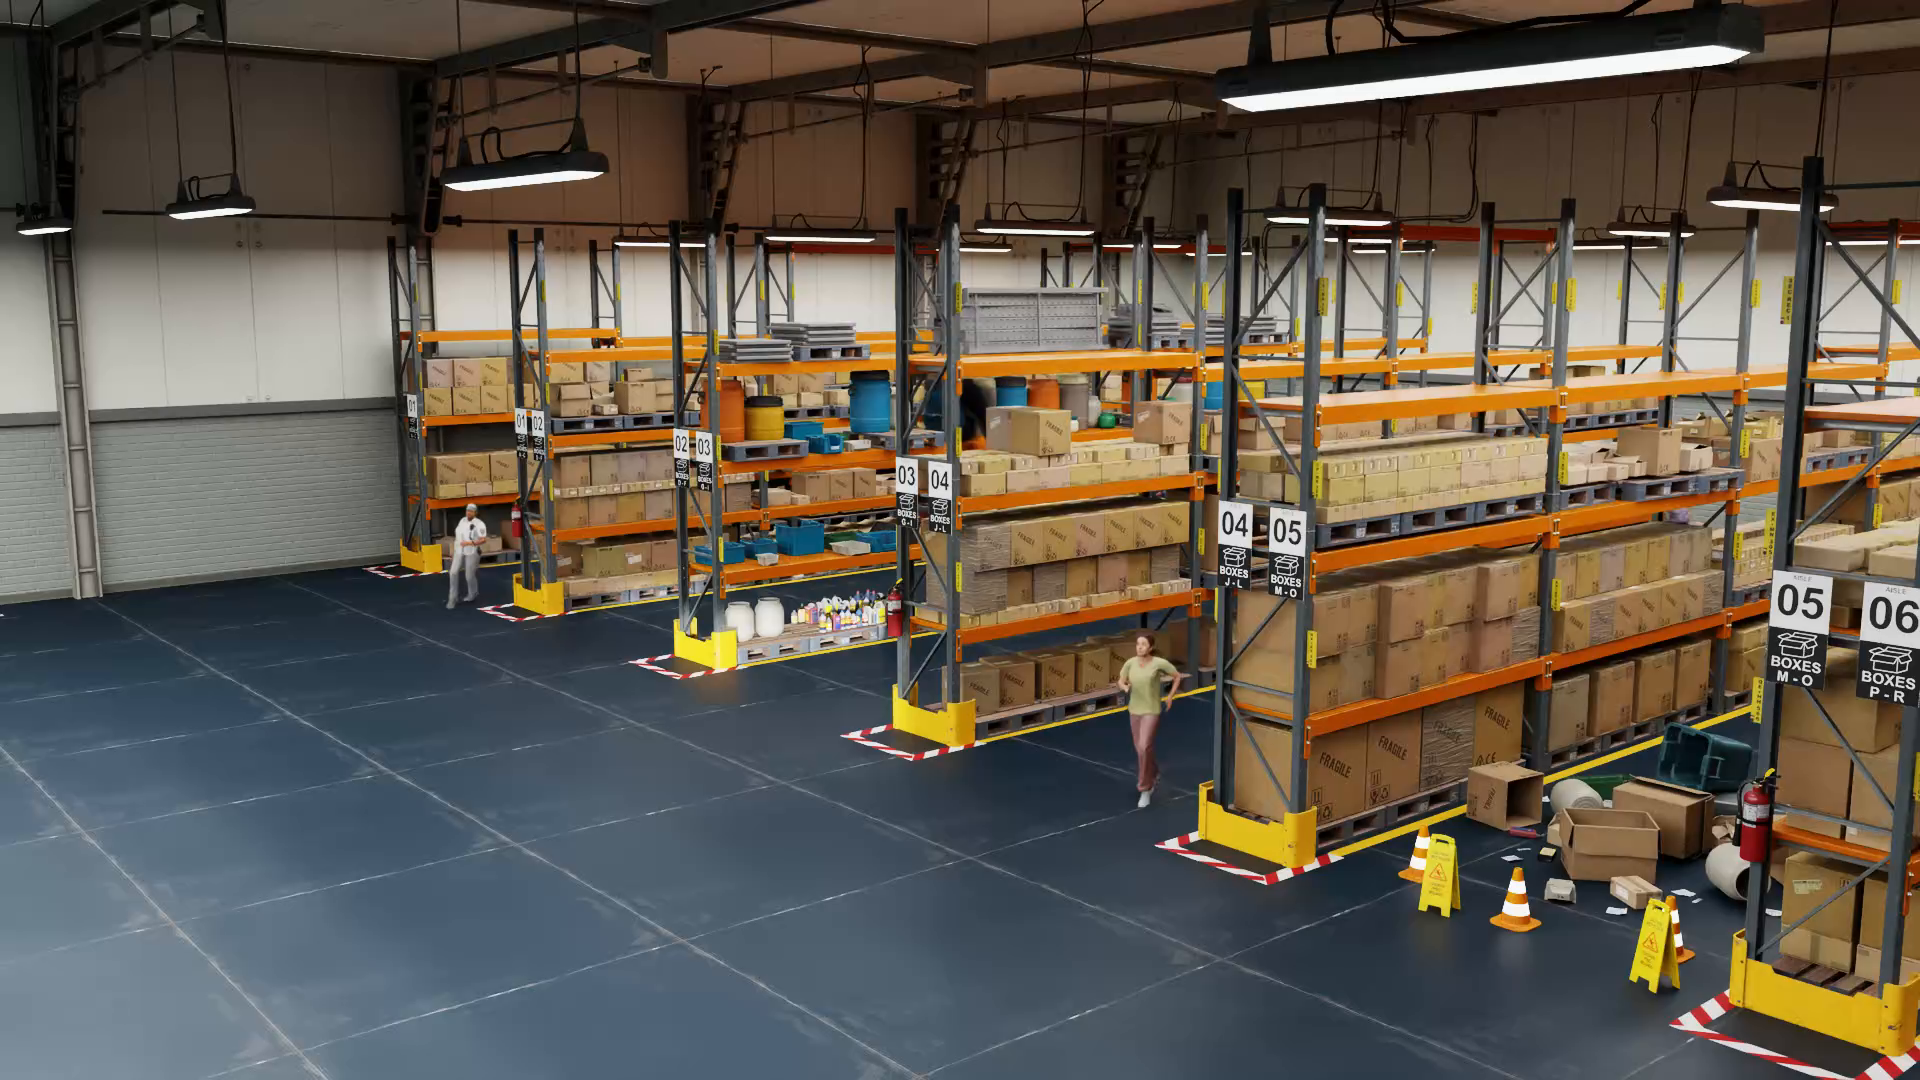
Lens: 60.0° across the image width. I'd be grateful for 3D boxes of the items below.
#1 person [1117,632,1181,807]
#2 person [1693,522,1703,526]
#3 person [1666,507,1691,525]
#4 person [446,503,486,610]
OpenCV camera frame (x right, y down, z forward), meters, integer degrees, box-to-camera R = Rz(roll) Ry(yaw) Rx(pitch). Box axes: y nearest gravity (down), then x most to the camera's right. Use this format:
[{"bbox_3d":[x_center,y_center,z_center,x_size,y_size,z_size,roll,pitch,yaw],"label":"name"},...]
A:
[{"bbox_3d":[1.867,1.789,16.778,0.581,1.717,0.673,6,11,34],"label":"person"},{"bbox_3d":[10.624,0.633,23.925,0.978,1.831,0.745,-8,12,-44],"label":"person"},{"bbox_3d":[12.788,-0.171,29.750,0.686,1.588,0.738,-3,9,-17],"label":"person"},{"bbox_3d":[-7.914,0.244,26.759,0.610,1.662,0.819,1,9,10],"label":"person"}]
